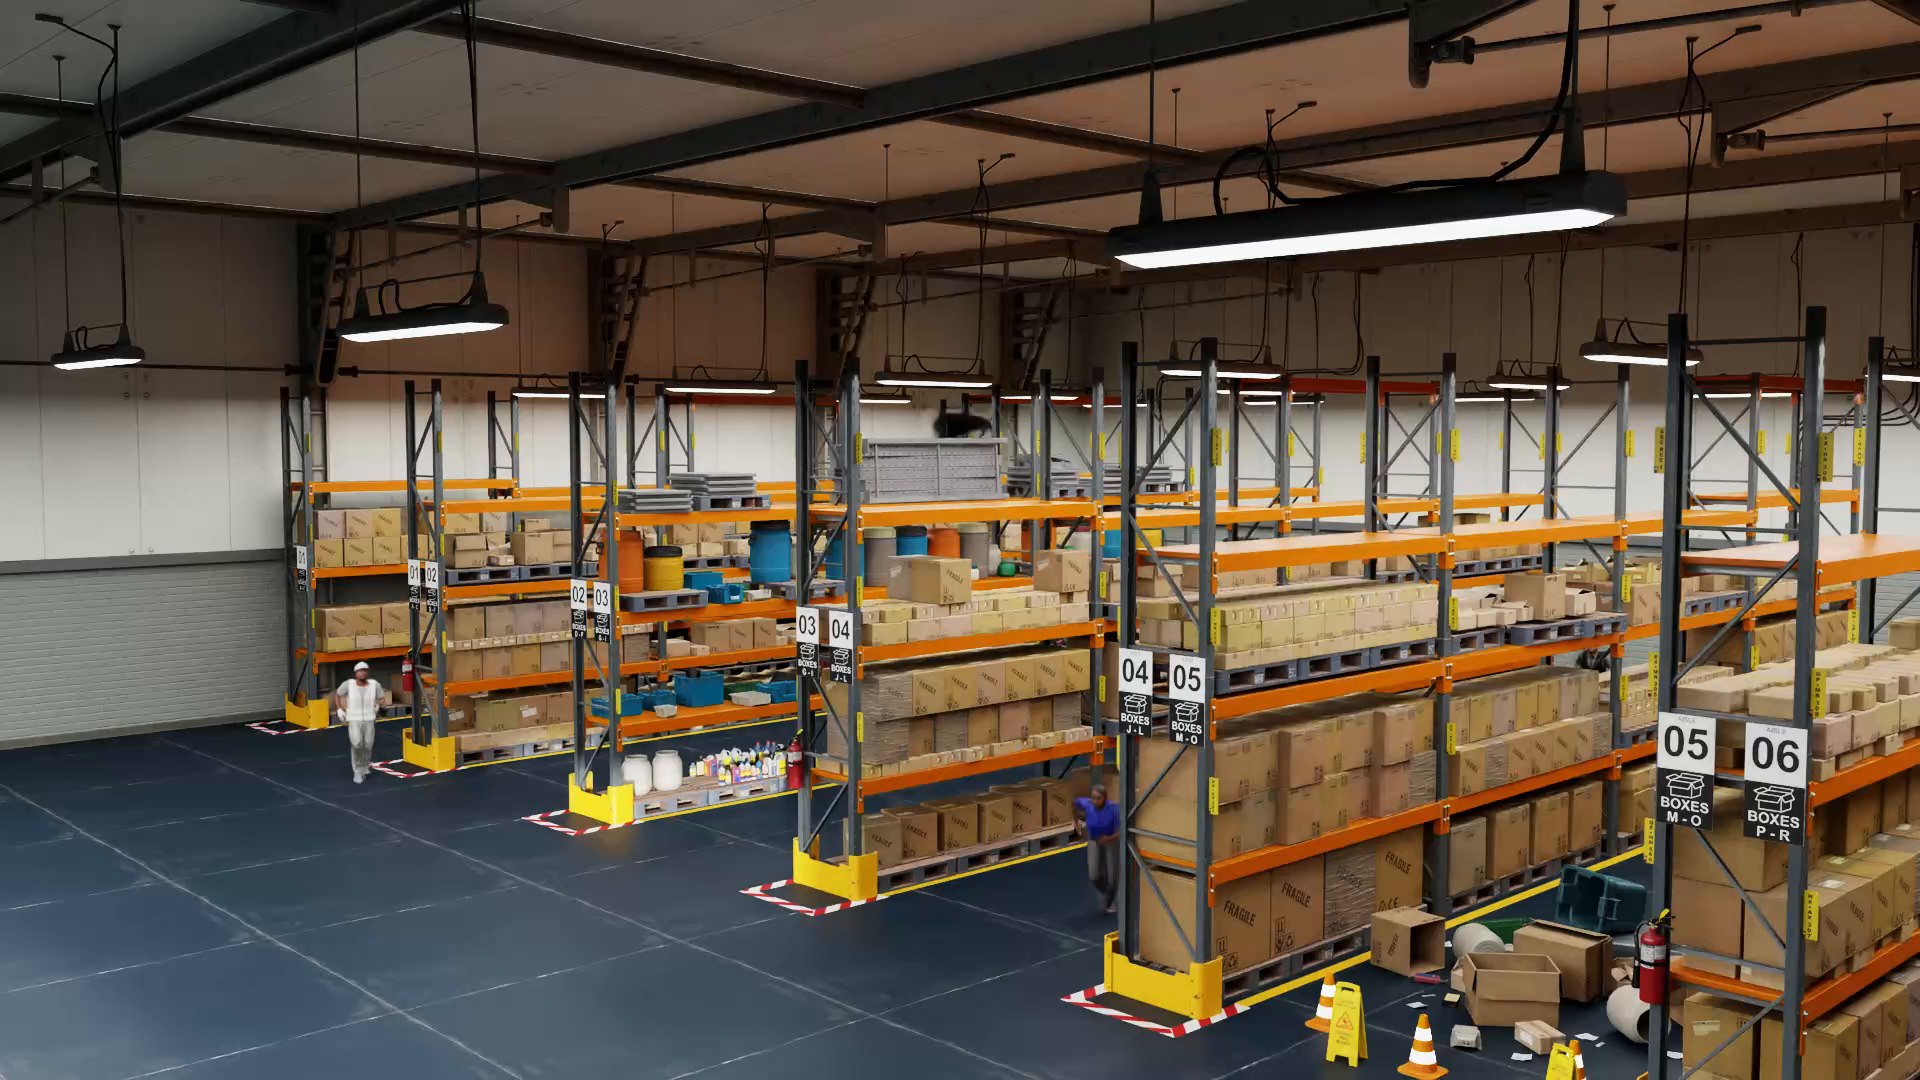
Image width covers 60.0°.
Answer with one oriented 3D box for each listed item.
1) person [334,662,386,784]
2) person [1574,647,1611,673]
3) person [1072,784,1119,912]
[{"bbox_3d":[-8.903,2.710,24.757,0.688,1.807,0.738,-2,4,-32],"label":"person"},{"bbox_3d":[10.847,2.513,28.449,0.690,1.684,0.914,3,5,37],"label":"person"},{"bbox_3d":[1.473,3.288,17.746,0.603,1.486,0.856,1,4,15],"label":"person"}]
